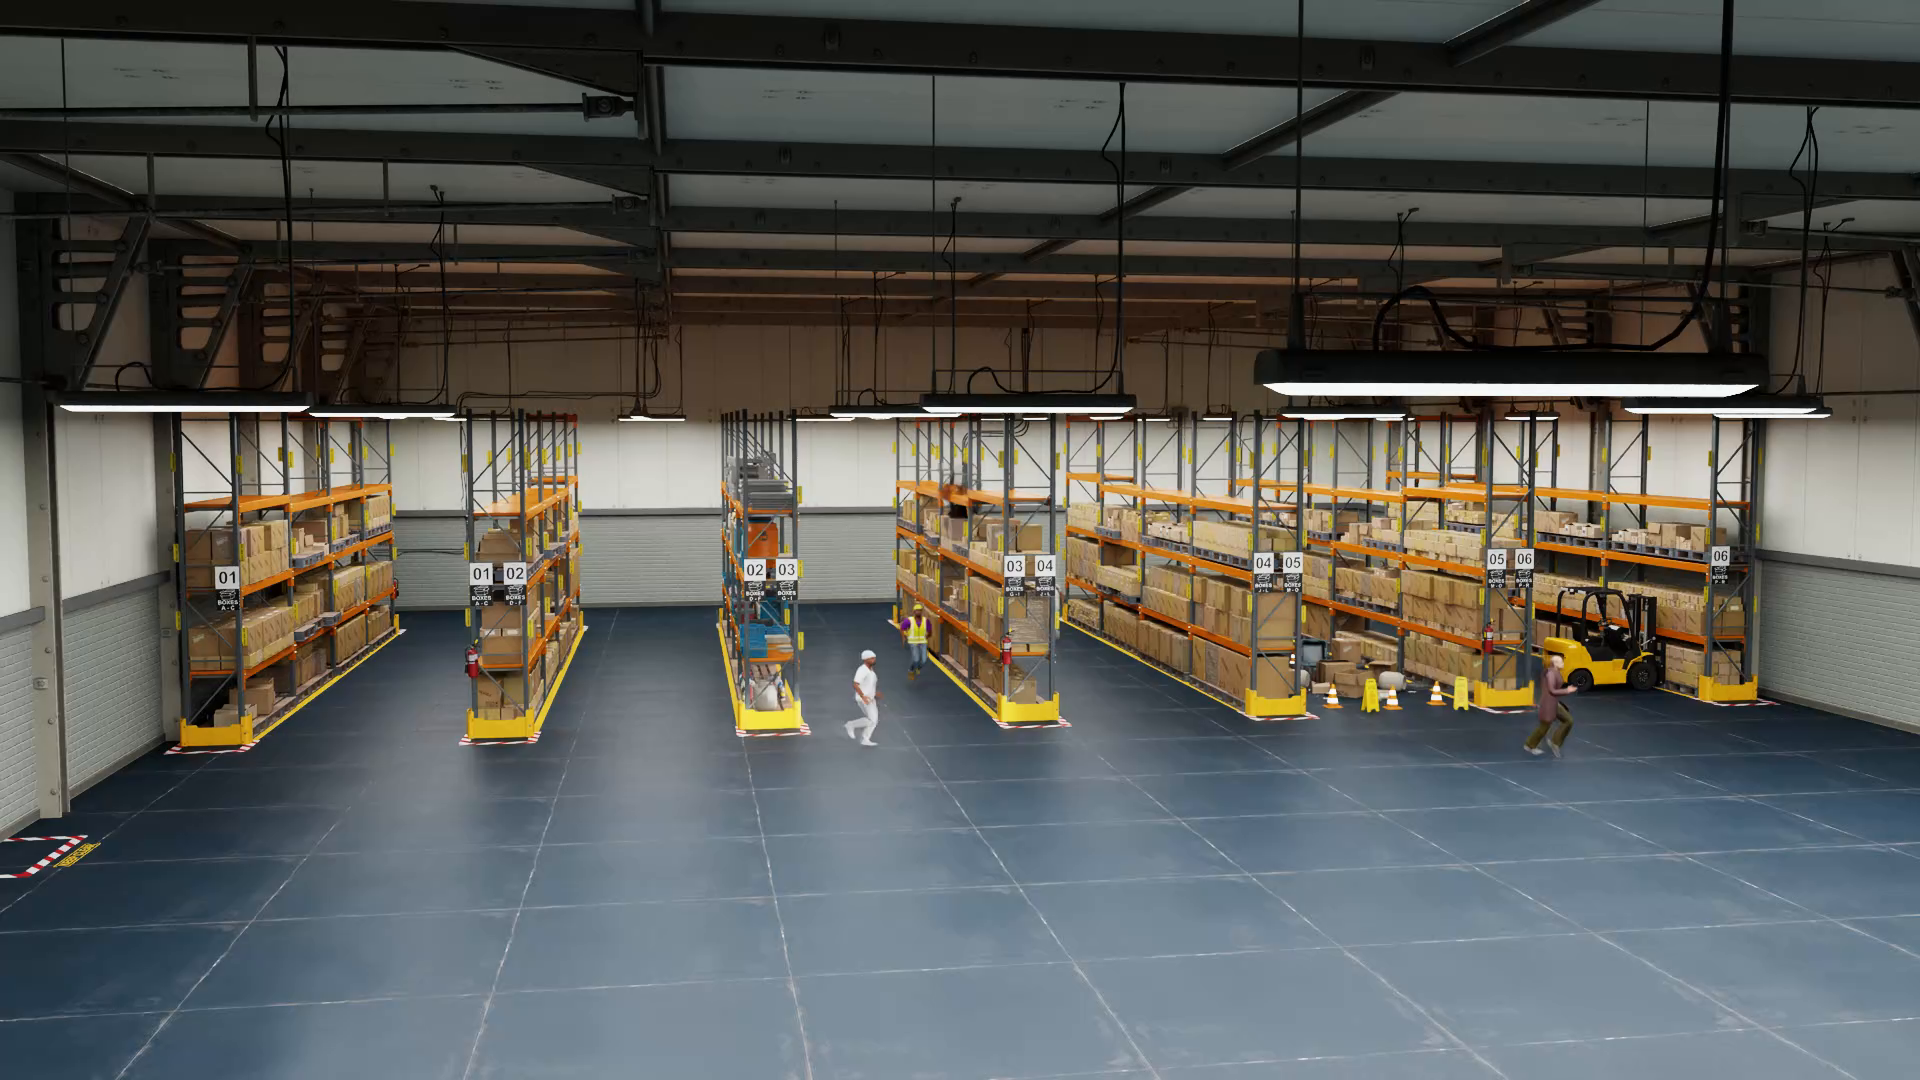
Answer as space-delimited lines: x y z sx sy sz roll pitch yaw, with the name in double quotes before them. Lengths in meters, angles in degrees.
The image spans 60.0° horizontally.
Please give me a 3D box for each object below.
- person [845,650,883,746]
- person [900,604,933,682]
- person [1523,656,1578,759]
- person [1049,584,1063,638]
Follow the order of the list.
"person" -1.719 2.812 29.577 0.620 1.714 0.688 1 4 14
"person" -0.913 2.246 36.086 0.690 1.691 0.597 -1 4 -17
"person" 10.120 2.853 28.486 0.892 1.781 0.751 2 5 32
"person" 2.481 1.764 44.499 0.613 1.621 1.037 0 4 -5
